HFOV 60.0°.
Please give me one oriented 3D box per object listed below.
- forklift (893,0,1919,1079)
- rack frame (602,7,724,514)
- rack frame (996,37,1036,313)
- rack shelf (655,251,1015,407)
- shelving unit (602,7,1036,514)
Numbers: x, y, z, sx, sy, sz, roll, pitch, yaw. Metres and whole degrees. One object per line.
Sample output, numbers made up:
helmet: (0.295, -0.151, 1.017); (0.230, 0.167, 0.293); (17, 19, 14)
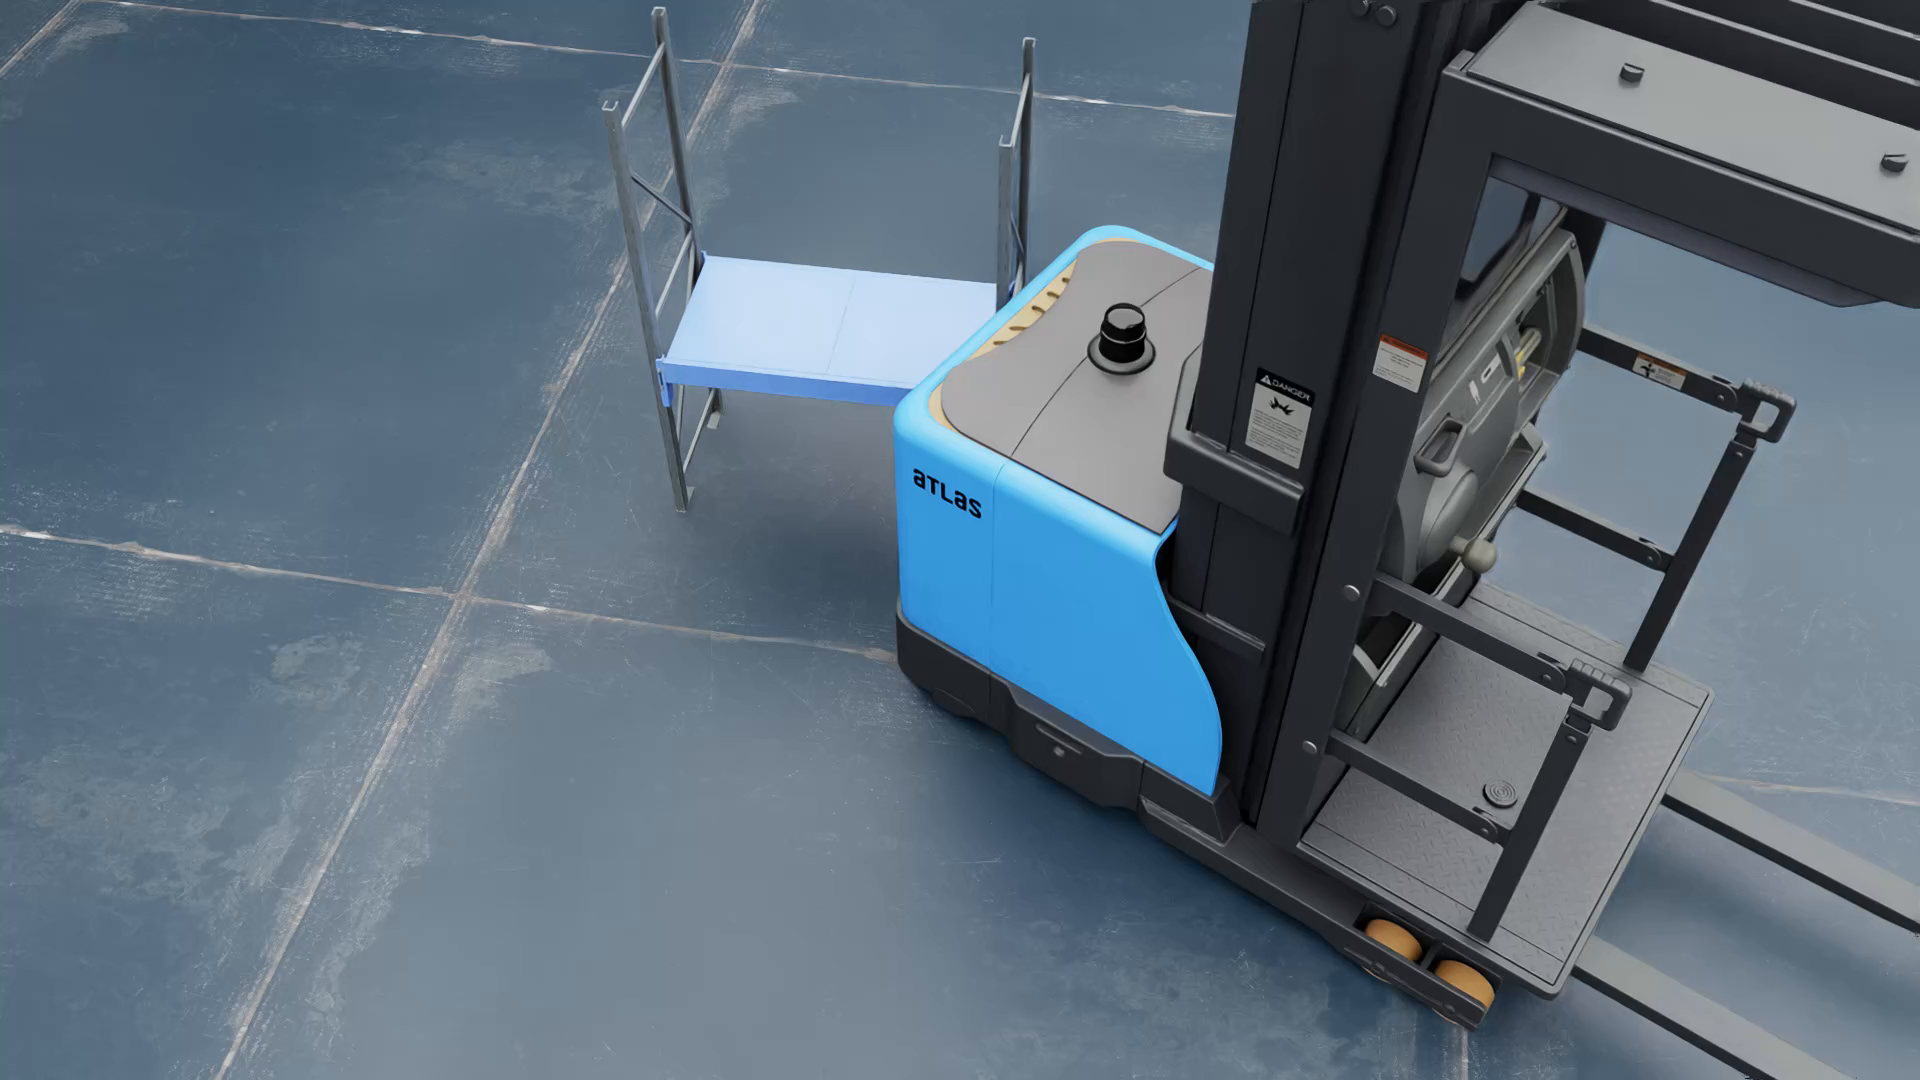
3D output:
forklift: (1.307, -0.224, 3.481); (3.031, 2.935, 1.130); (29, 54, 23)
rack frame: (-0.855, -0.771, 4.934); (0.032, 1.500, 0.500); (7, 48, 6)
rack frame: (0.149, -0.656, 4.831); (0.032, 1.500, 0.500); (7, 48, 6)
rack shelf: (-0.353, -0.593, 5.016); (1.000, 0.185, 0.538); (7, 48, 6)
shelving unit: (-0.353, -0.713, 4.883); (1.048, 1.500, 0.538); (7, 48, 6)
